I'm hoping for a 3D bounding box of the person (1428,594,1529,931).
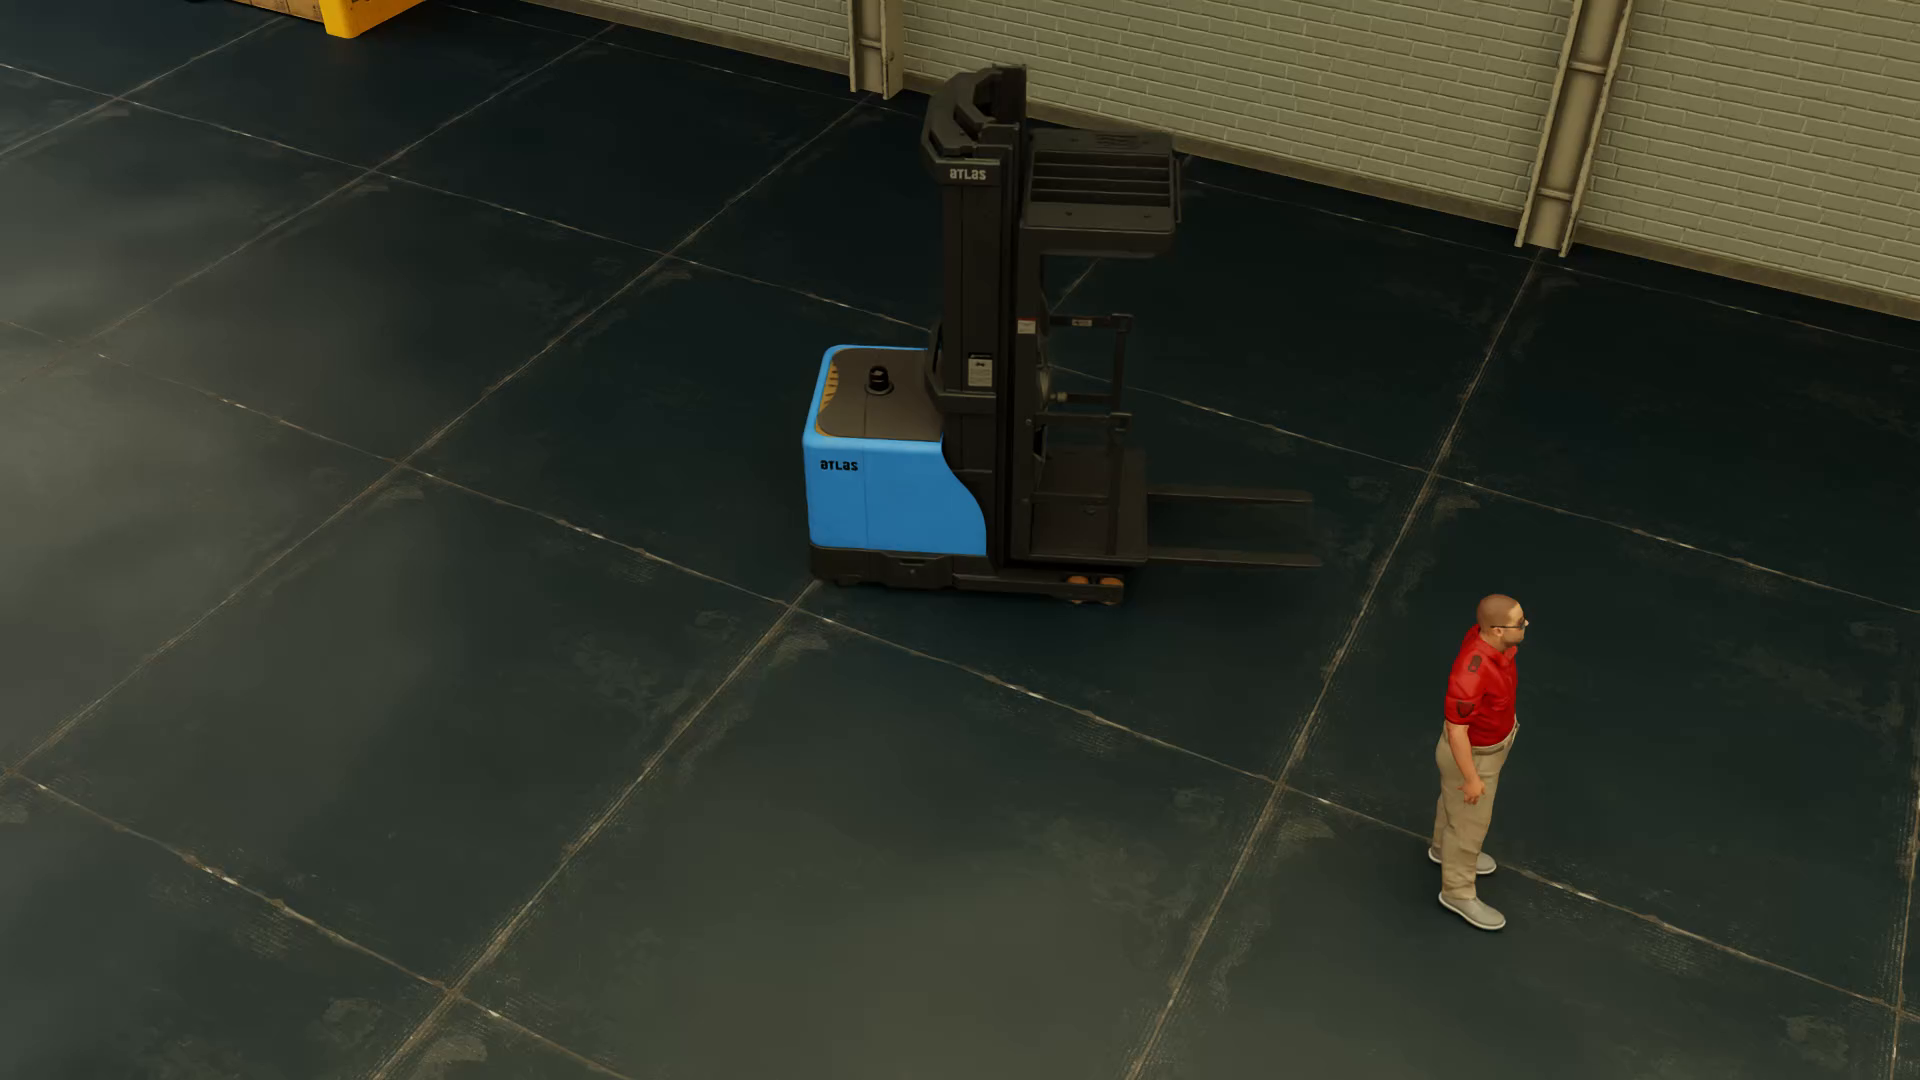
[{"bbox_3d":[2.485,0.985,7.740,0.550,1.727,0.637,16,43,19],"label":"person"}]

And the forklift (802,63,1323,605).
[{"bbox_3d":[0.644,-1.096,9.288,3.031,2.935,1.130,3,40,4],"label":"forklift"}]
